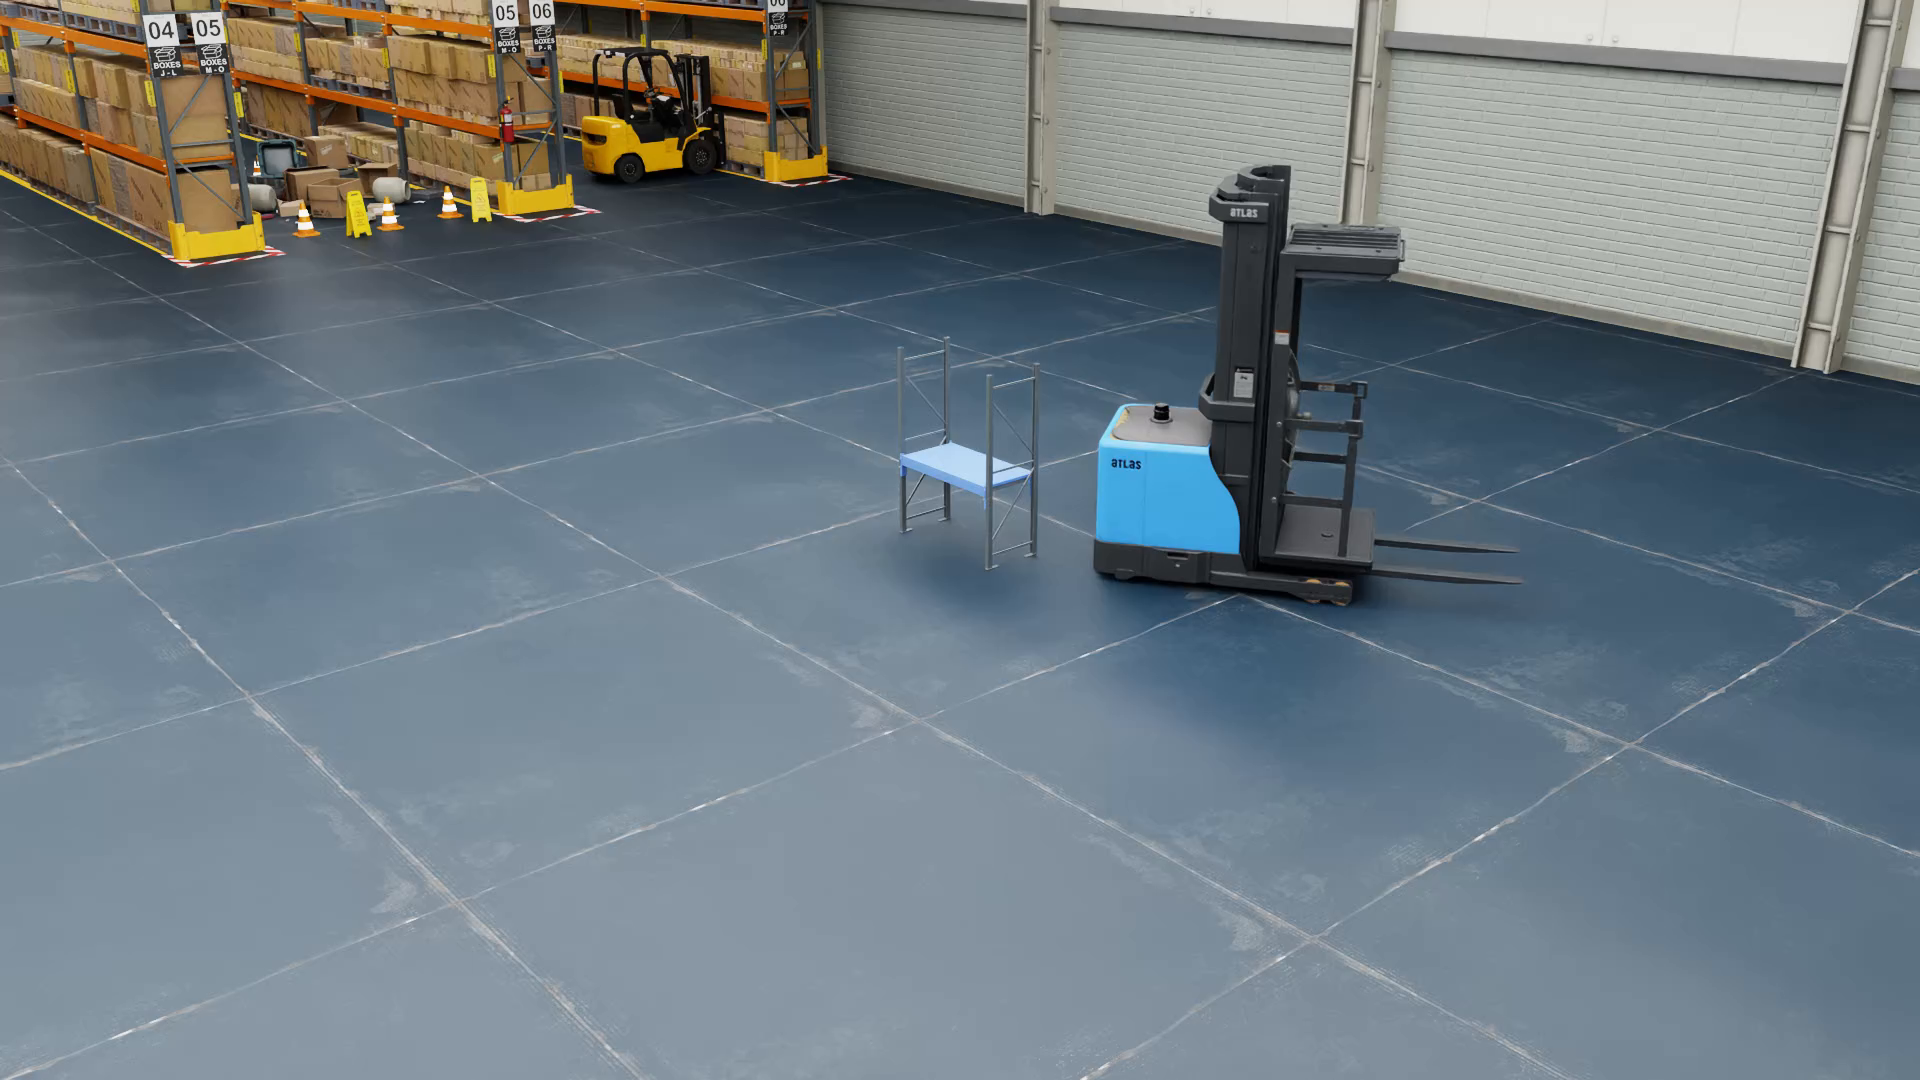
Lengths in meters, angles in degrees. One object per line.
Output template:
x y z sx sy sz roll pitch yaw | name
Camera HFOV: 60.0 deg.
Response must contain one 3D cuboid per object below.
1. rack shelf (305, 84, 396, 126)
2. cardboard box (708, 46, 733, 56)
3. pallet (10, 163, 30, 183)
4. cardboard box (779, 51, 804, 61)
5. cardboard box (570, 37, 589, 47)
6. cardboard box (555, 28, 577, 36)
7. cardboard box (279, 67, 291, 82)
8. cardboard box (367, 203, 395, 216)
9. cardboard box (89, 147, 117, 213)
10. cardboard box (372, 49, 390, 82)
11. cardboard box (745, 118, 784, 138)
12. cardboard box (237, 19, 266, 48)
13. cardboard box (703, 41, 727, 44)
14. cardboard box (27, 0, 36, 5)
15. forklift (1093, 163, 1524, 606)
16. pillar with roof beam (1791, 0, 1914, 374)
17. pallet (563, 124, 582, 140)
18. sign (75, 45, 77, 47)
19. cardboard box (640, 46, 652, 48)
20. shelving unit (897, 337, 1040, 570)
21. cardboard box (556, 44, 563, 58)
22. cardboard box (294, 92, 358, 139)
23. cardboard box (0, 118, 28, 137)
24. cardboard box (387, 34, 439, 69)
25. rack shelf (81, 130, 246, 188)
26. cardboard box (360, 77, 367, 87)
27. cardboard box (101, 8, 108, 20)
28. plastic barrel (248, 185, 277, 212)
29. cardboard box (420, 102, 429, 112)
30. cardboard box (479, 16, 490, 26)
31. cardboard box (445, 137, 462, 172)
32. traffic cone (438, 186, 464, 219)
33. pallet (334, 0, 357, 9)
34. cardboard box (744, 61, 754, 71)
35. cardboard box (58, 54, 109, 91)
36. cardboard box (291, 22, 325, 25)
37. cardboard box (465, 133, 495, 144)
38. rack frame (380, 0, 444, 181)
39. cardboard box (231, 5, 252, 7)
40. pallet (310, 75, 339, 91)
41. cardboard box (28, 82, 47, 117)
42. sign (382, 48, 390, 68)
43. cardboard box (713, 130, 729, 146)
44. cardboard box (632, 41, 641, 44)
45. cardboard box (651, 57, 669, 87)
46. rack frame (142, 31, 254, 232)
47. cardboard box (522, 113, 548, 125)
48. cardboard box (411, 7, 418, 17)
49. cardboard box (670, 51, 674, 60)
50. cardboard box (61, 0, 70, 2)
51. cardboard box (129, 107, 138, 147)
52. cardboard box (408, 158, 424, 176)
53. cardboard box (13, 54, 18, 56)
-10.566 -7.933 30.113 1.077 0.370 4.000 -17 27 -37 | rack shelf
-4.291 -8.752 29.781 0.380 0.149 0.250 -17 27 -37 | cardboard box
-16.065 -6.532 29.373 1.003 0.211 1.213 -17 27 -37 | pallet
-2.949 -8.424 28.944 0.380 0.149 0.250 -18 28 -38 | cardboard box
-7.586 -9.986 33.341 0.380 0.149 0.250 -17 27 -37 | cardboard box
-8.332 -10.425 34.775 0.500 0.500 0.500 -16 26 -35 | cardboard box
-12.744 -8.966 31.969 0.500 0.250 0.500 -17 27 -37 | cardboard box
-9.035 -5.164 25.965 0.380 0.149 0.250 -4 22 -10 | cardboard box
-12.587 -5.525 25.315 0.875 0.875 0.875 -17 27 -37 | cardboard box
-9.736 -8.169 28.608 0.500 0.500 0.500 -18 28 -38 | cardboard box
-3.429 -7.227 29.146 0.500 0.250 0.500 -16 27 -36 | cardboard box
-14.060 -10.114 33.186 0.500 0.500 0.500 -18 27 -38 | cardboard box
-4.540 -9.166 30.838 0.380 0.149 0.250 -18 28 -38 | cardboard box
-14.256 -8.539 25.968 0.500 0.311 0.500 -19 28 -39 | cardboard box
2.556 -1.114 11.809 3.031 2.935 1.130 5 22 14 | forklift
5.824 -4.996 13.400 9.100 9.000 0.400 -17 27 -37 | pillar with roof beam
-7.606 -8.468 34.316 1.003 0.211 1.213 -17 27 -37 | pallet
-15.138 -8.287 28.441 0.100 0.325 0.005 -17 27 -37 | sign
-5.894 -9.289 31.560 0.380 0.149 0.250 -16 27 -36 | cardboard box
0.056 -0.675 12.650 0.538 1.500 1.048 -17 27 -37 | shelving unit
-8.028 -9.980 33.871 0.500 0.250 0.500 -17 27 -37 | cardboard box
-12.260 -8.238 32.241 0.875 0.875 0.875 -18 28 -38 | cardboard box
-16.539 -7.259 29.227 0.500 0.250 0.500 -17 27 -37 | cardboard box
-9.138 -8.193 27.874 0.700 0.500 0.500 -18 28 -38 | cardboard box
-11.639 -5.622 24.211 1.077 0.370 4.000 -17 27 -37 | rack shelf
-10.329 -8.080 29.269 0.380 0.149 0.250 -17 27 -37 | cardboard box
-11.637 -7.288 22.998 0.380 0.149 0.250 -17 27 -37 | cardboard box
-11.042 -5.362 26.093 0.512 0.421 0.421 0 21 -1 | plastic barrel
-8.763 -7.235 27.688 0.380 0.149 0.250 -16 27 -36 | cardboard box
-7.095 -7.922 25.329 0.380 0.149 0.250 -17 27 -37 | cardboard box
-8.038 -6.319 27.170 0.500 0.500 0.500 -18 28 -39 | cardboard box
-7.908 -5.241 25.731 0.336 0.463 0.334 -17 27 -37 | traffic cone
-10.262 -9.507 29.288 1.213 0.211 1.003 -17 27 -37 | pallet
-3.520 -8.234 28.868 0.380 0.149 0.250 -17 27 -37 | cardboard box
-13.611 -7.299 25.998 0.700 0.500 0.500 -18 28 -38 | cardboard box
-12.666 -9.809 32.406 0.500 0.500 0.500 -17 27 -36 | cardboard box
-7.661 -6.422 26.543 0.380 0.149 0.250 -16 27 -36 | cardboard box
-9.261 -7.716 28.571 1.000 3.000 0.127 -17 27 -37 | rack frame
-15.138 -11.180 35.019 0.380 0.149 0.250 -18 28 -39 | cardboard box
-11.326 -8.560 30.989 1.213 0.211 1.003 -17 27 -37 | pallet
-14.805 -7.194 27.100 0.500 0.500 0.500 -17 27 -37 | cardboard box
-9.679 -8.122 28.020 0.100 0.325 0.005 -17 27 -37 | sign
-4.119 -7.280 29.967 0.500 0.250 0.500 -18 28 -39 | cardboard box
-6.193 -9.691 32.588 0.380 0.149 0.250 -17 27 -37 | cardboard box
-5.411 -8.760 31.100 0.500 0.500 0.500 -18 28 -39 | cardboard box
-10.334 -5.404 22.669 1.000 3.000 0.127 -17 27 -37 | rack frame
-6.715 -6.637 26.160 0.380 0.149 0.250 -17 27 -37 | cardboard box
-8.736 -8.645 27.173 0.380 0.149 0.250 -16 27 -36 | cardboard box
-5.133 -8.960 30.720 0.380 0.149 0.250 -18 27 -38 | cardboard box
-12.838 -8.015 24.307 0.500 0.250 0.500 -17 27 -37 | cardboard box
-11.256 -5.897 23.722 0.875 0.550 0.550 -17 27 -37 | cardboard box
-9.080 -6.404 28.415 0.500 0.250 0.500 -19 28 -40 | cardboard box
-16.907 -8.651 29.910 0.380 0.149 0.250 -19 28 -40 | cardboard box
